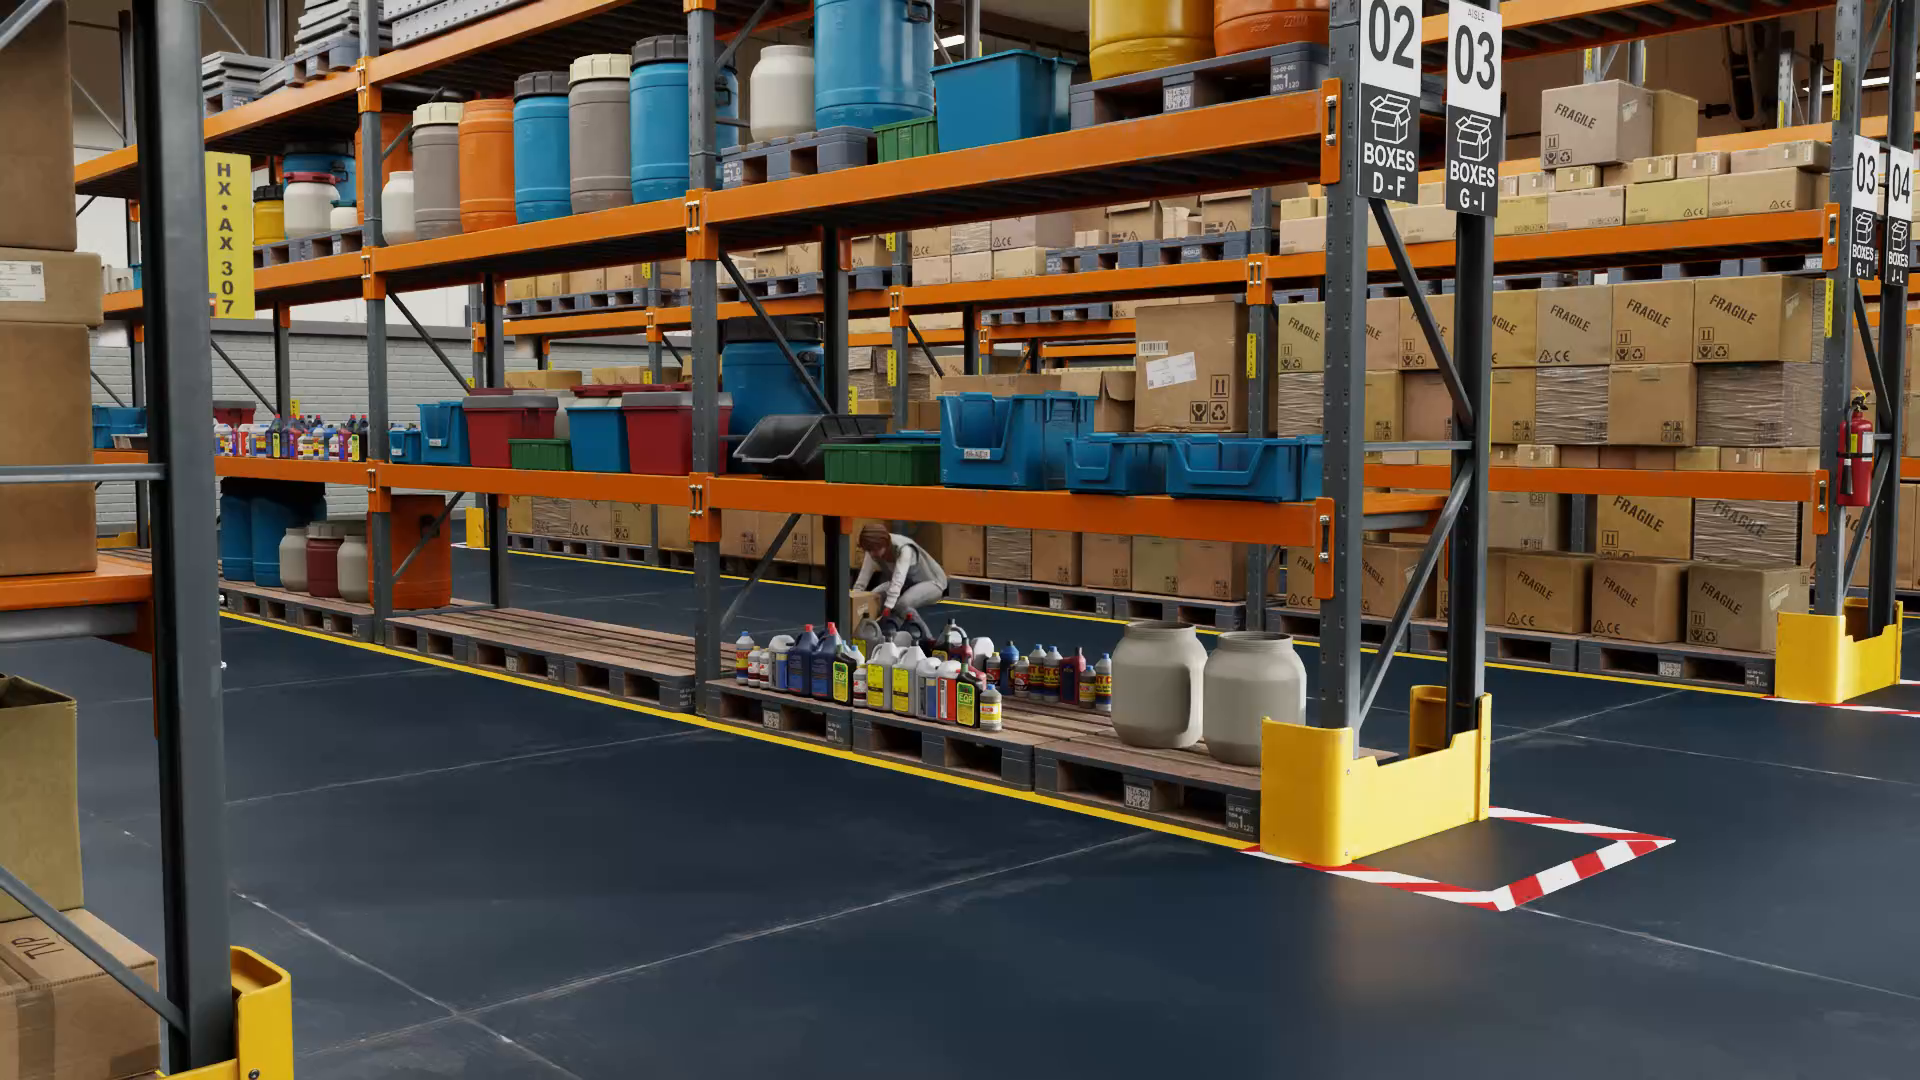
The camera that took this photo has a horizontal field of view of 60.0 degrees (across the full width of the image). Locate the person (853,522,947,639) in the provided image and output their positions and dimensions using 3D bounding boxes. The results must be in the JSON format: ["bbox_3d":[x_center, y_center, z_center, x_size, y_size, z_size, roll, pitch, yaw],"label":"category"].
[{"bbox_3d":[-0.414,0.339,11.305,0.798,0.918,0.443,-4,6,-44],"label":"person"}]
